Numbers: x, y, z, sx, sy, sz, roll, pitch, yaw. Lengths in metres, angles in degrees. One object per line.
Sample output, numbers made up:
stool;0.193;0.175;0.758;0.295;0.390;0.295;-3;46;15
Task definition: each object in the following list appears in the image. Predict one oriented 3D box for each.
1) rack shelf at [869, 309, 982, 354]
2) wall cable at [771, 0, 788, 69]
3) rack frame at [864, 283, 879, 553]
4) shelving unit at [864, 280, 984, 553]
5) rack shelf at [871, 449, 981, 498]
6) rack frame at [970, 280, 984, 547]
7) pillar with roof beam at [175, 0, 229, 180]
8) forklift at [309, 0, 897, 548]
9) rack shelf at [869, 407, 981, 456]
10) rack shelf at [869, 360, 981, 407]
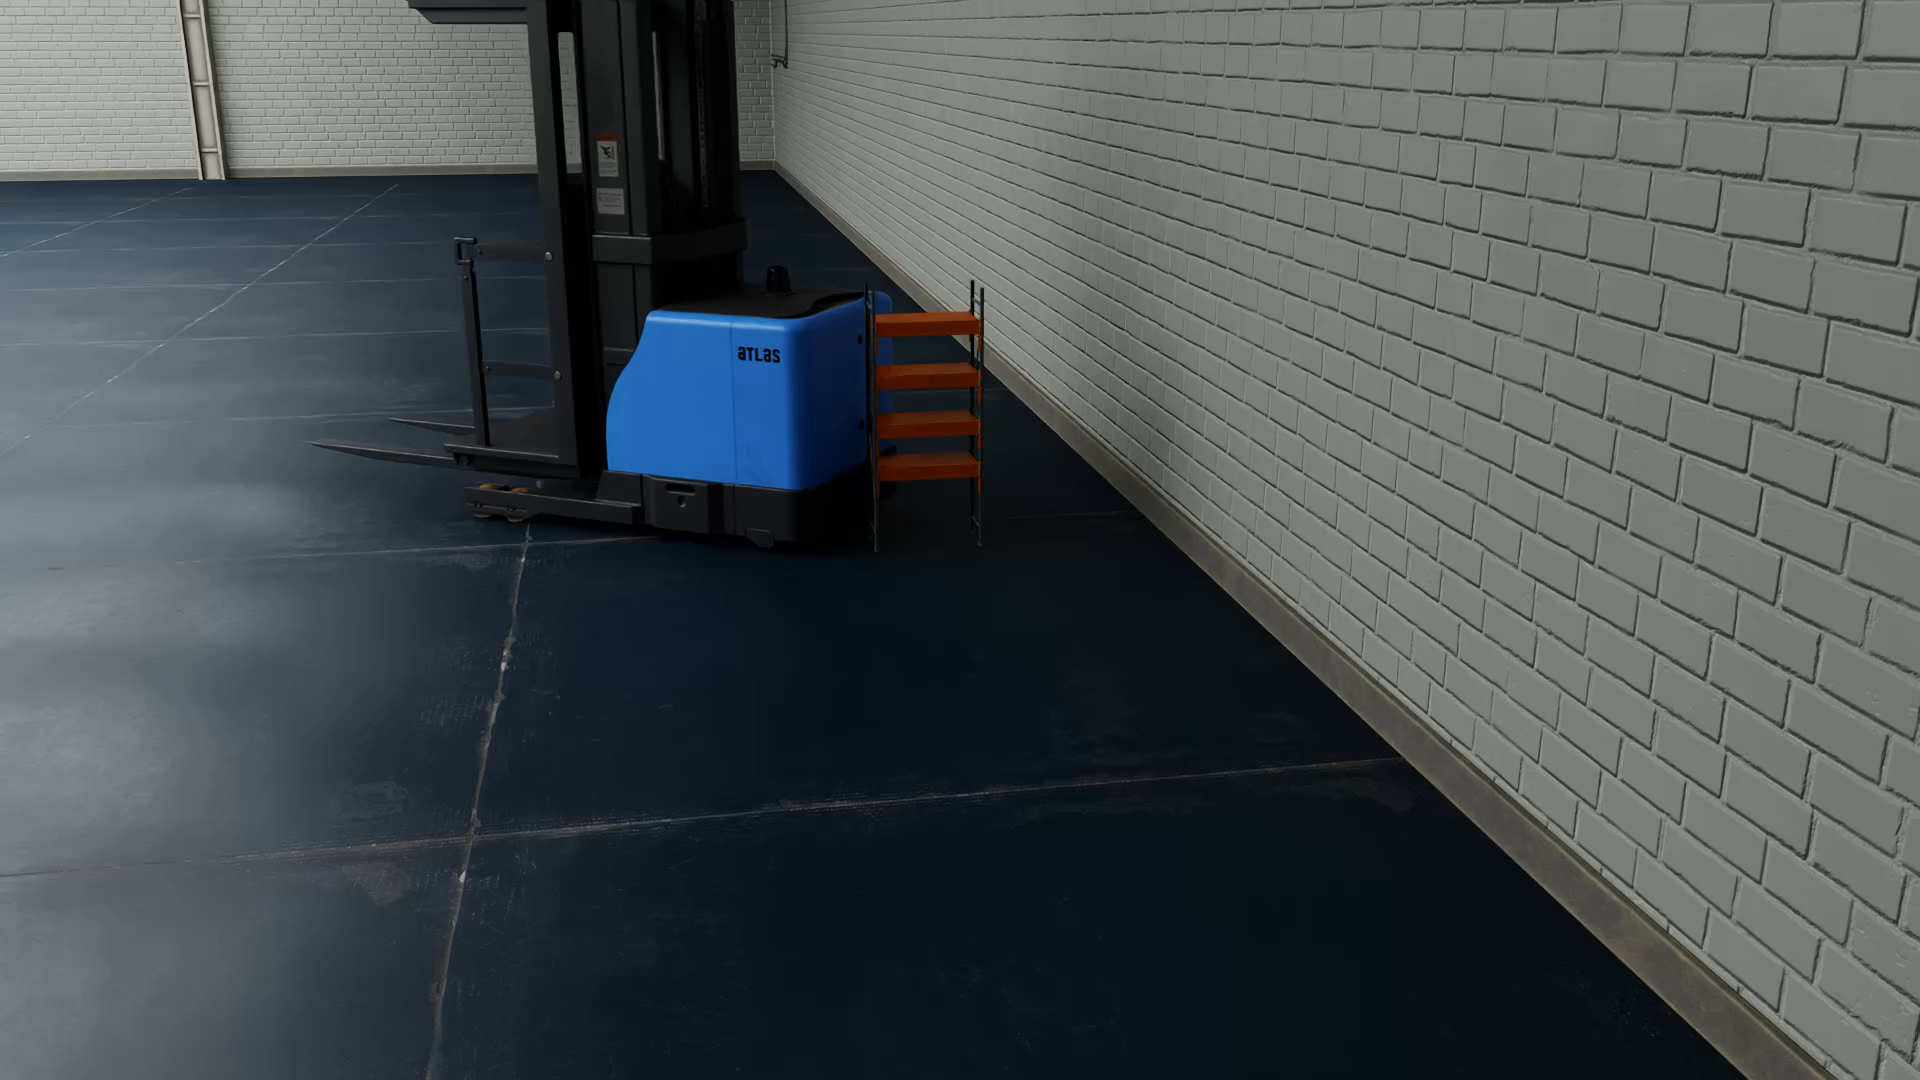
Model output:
rack shelf;-0.163;-0.940;7.490;0.480;0.148;0.258;-3;17;-10
wall cable;-2.926;-8.728;26.189;0.112;2.526;3.097;-3;17;-10
rack frame;-0.402;-0.551;7.561;0.015;1.200;0.240;-3;17;-10
shelving unit;-0.163;-0.564;7.606;0.503;1.200;0.258;-3;17;-10
rack shelf;-0.163;-0.310;7.684;0.480;0.148;0.258;-3;17;-10
rack frame;0.077;-0.578;7.650;0.015;1.200;0.240;-3;17;-10
pillar with roof beam;-11.144;-8.854;21.312;0.400;9.000;9.100;-3;17;-10
forklift;-1.885;-1.621;8.098;3.031;2.935;1.130;7;18;21
rack shelf;-0.163;-0.500;7.625;0.480;0.148;0.258;-3;17;-10
rack shelf;-0.163;-0.714;7.560;0.480;0.148;0.258;-3;17;-10
